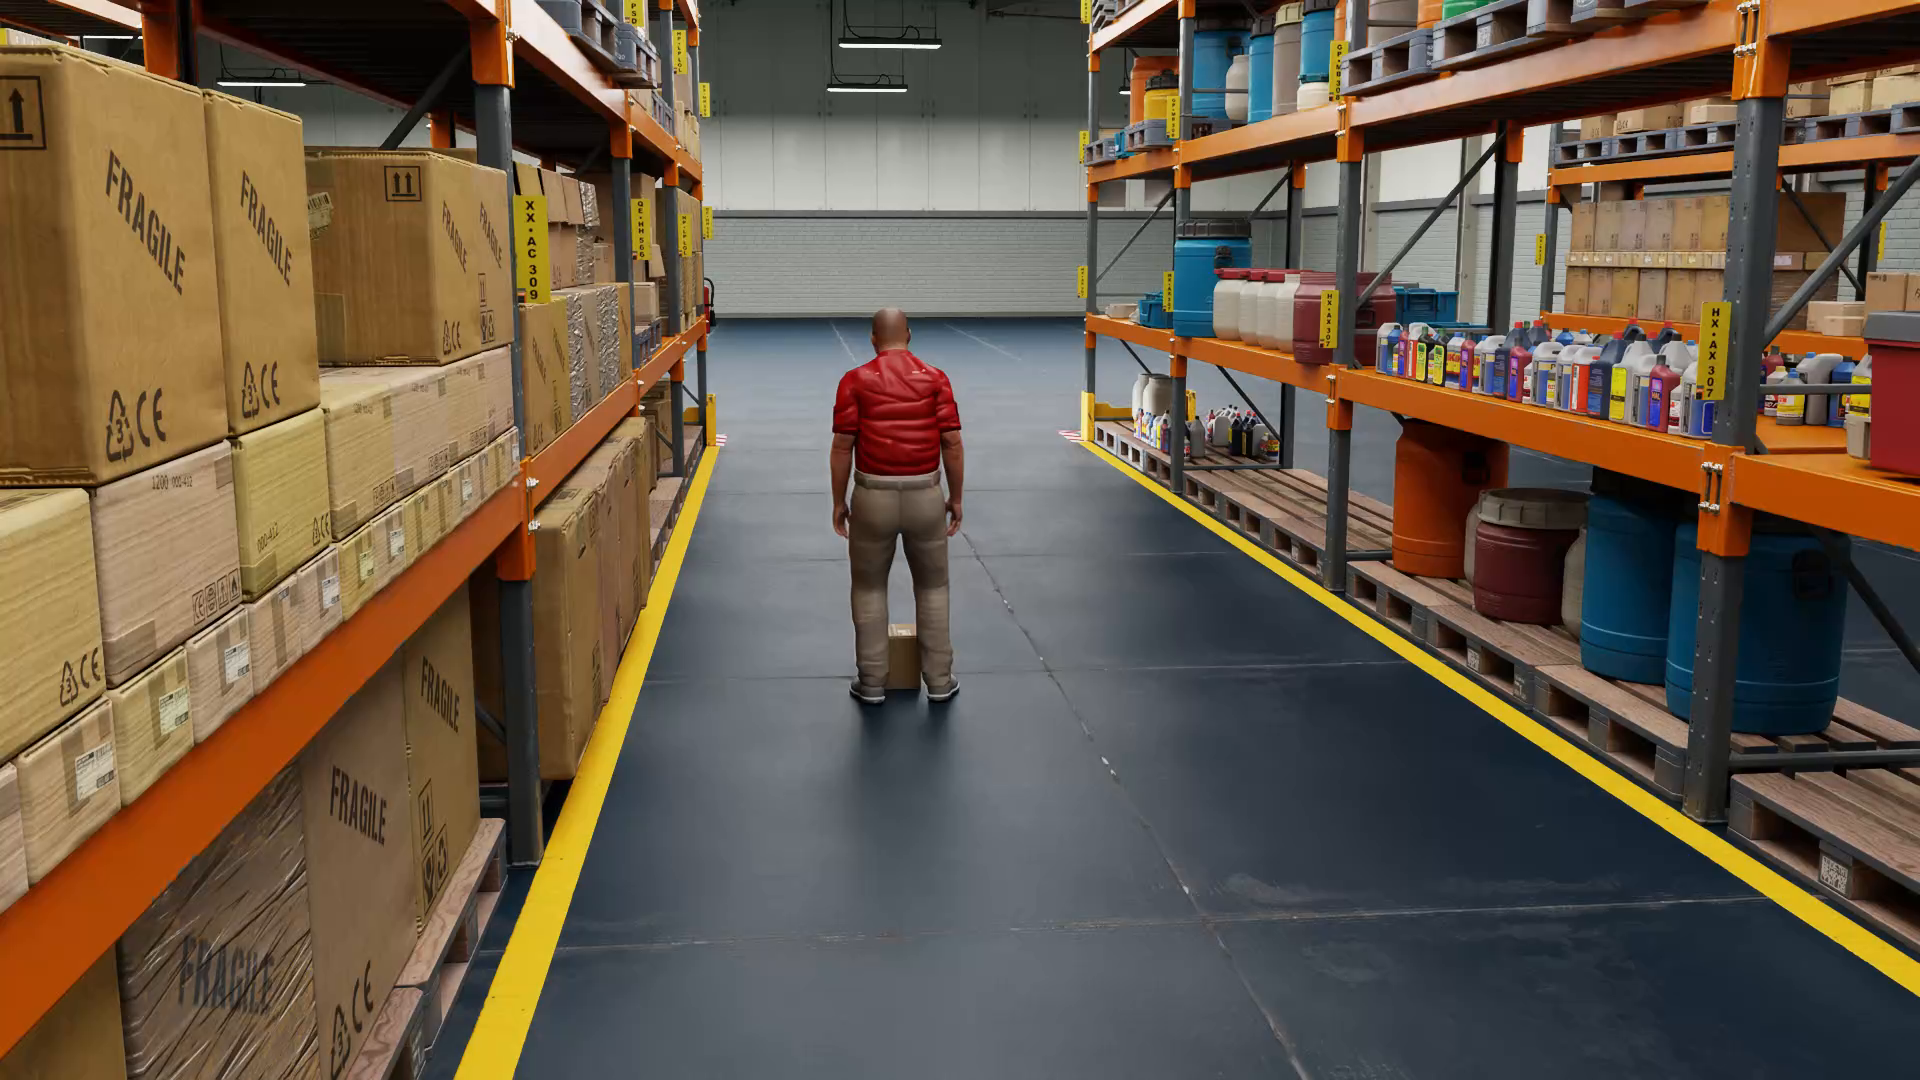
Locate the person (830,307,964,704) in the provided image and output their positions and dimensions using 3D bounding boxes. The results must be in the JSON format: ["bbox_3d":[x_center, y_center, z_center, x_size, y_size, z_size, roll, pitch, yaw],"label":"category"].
[{"bbox_3d":[-0.274,-0.148,7.287,0.584,1.726,0.395,-1,10,-7],"label":"person"}]
